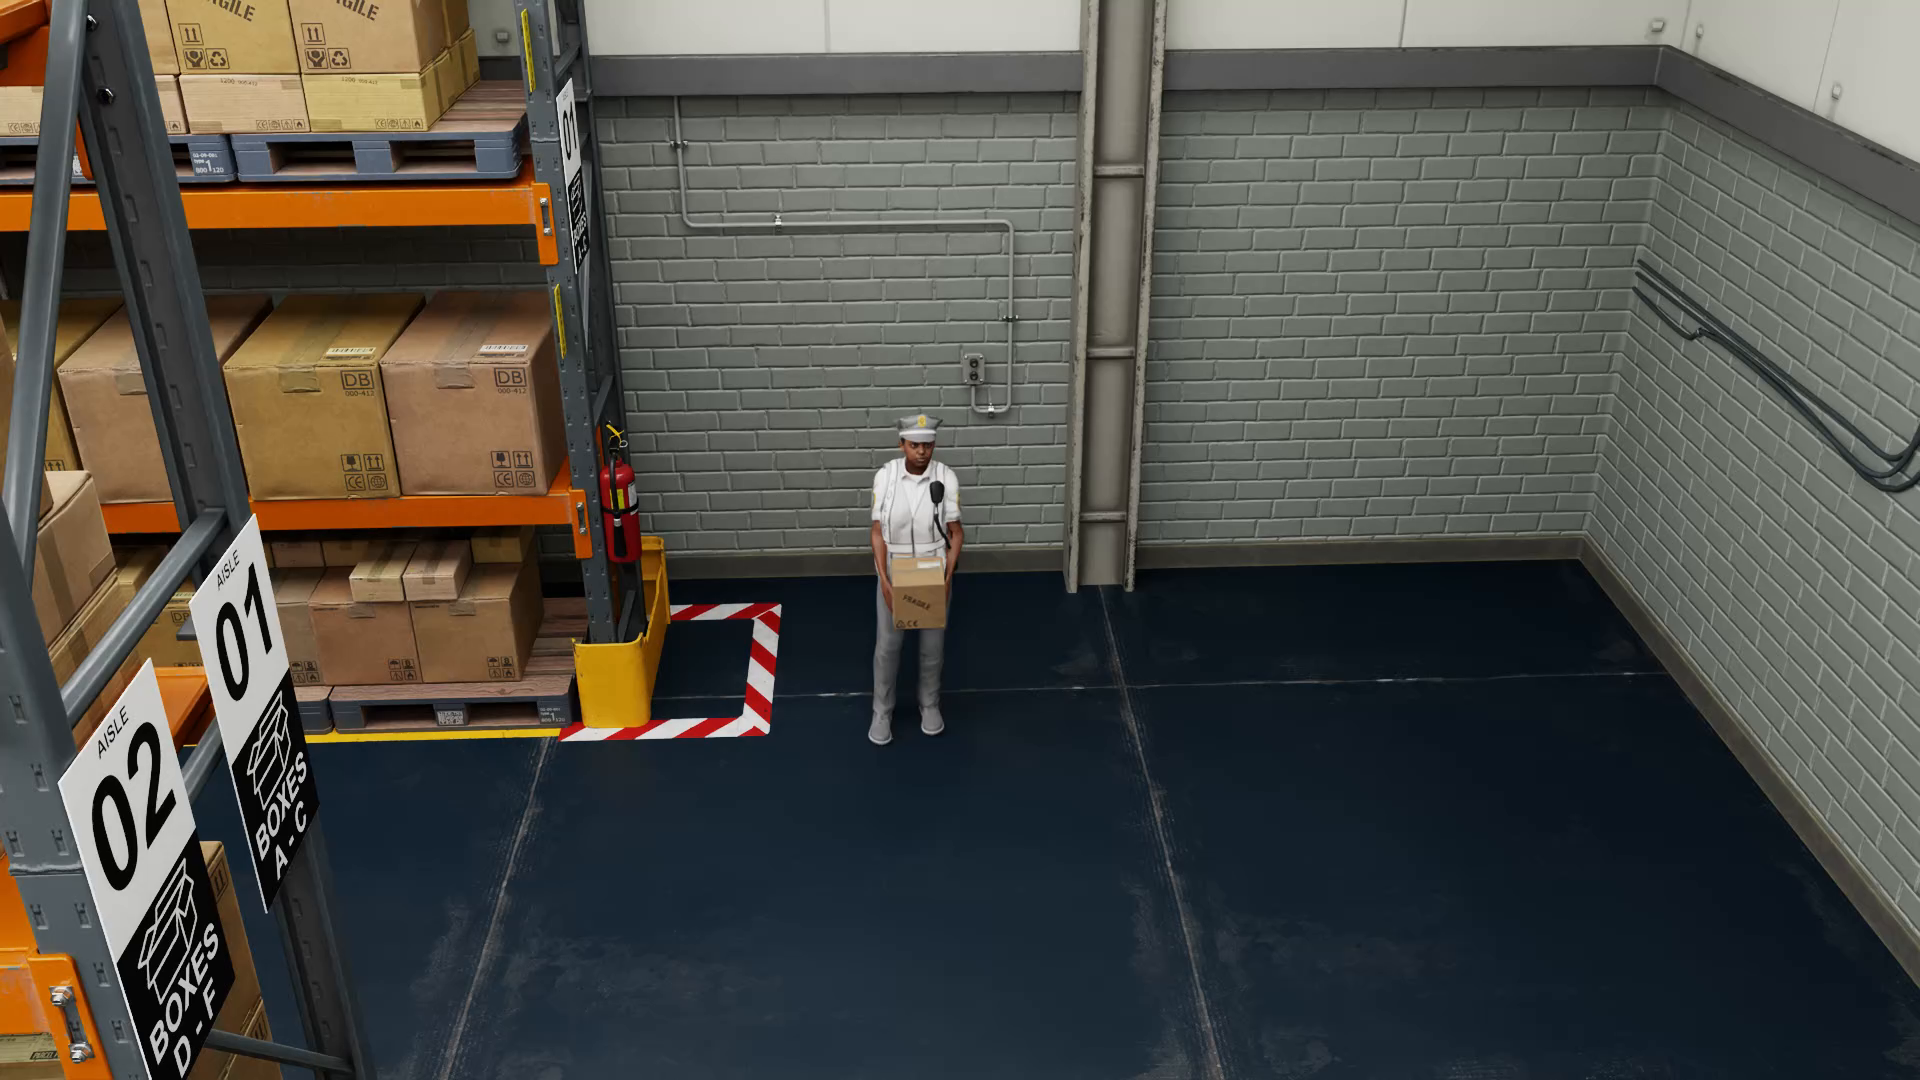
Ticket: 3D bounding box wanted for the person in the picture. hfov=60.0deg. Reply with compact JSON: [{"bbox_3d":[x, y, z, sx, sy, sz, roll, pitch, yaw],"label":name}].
[{"bbox_3d":[-5.066,2.485,3.704,10.708,1.838,10.106,-1,28,-3],"label":"person"}]
